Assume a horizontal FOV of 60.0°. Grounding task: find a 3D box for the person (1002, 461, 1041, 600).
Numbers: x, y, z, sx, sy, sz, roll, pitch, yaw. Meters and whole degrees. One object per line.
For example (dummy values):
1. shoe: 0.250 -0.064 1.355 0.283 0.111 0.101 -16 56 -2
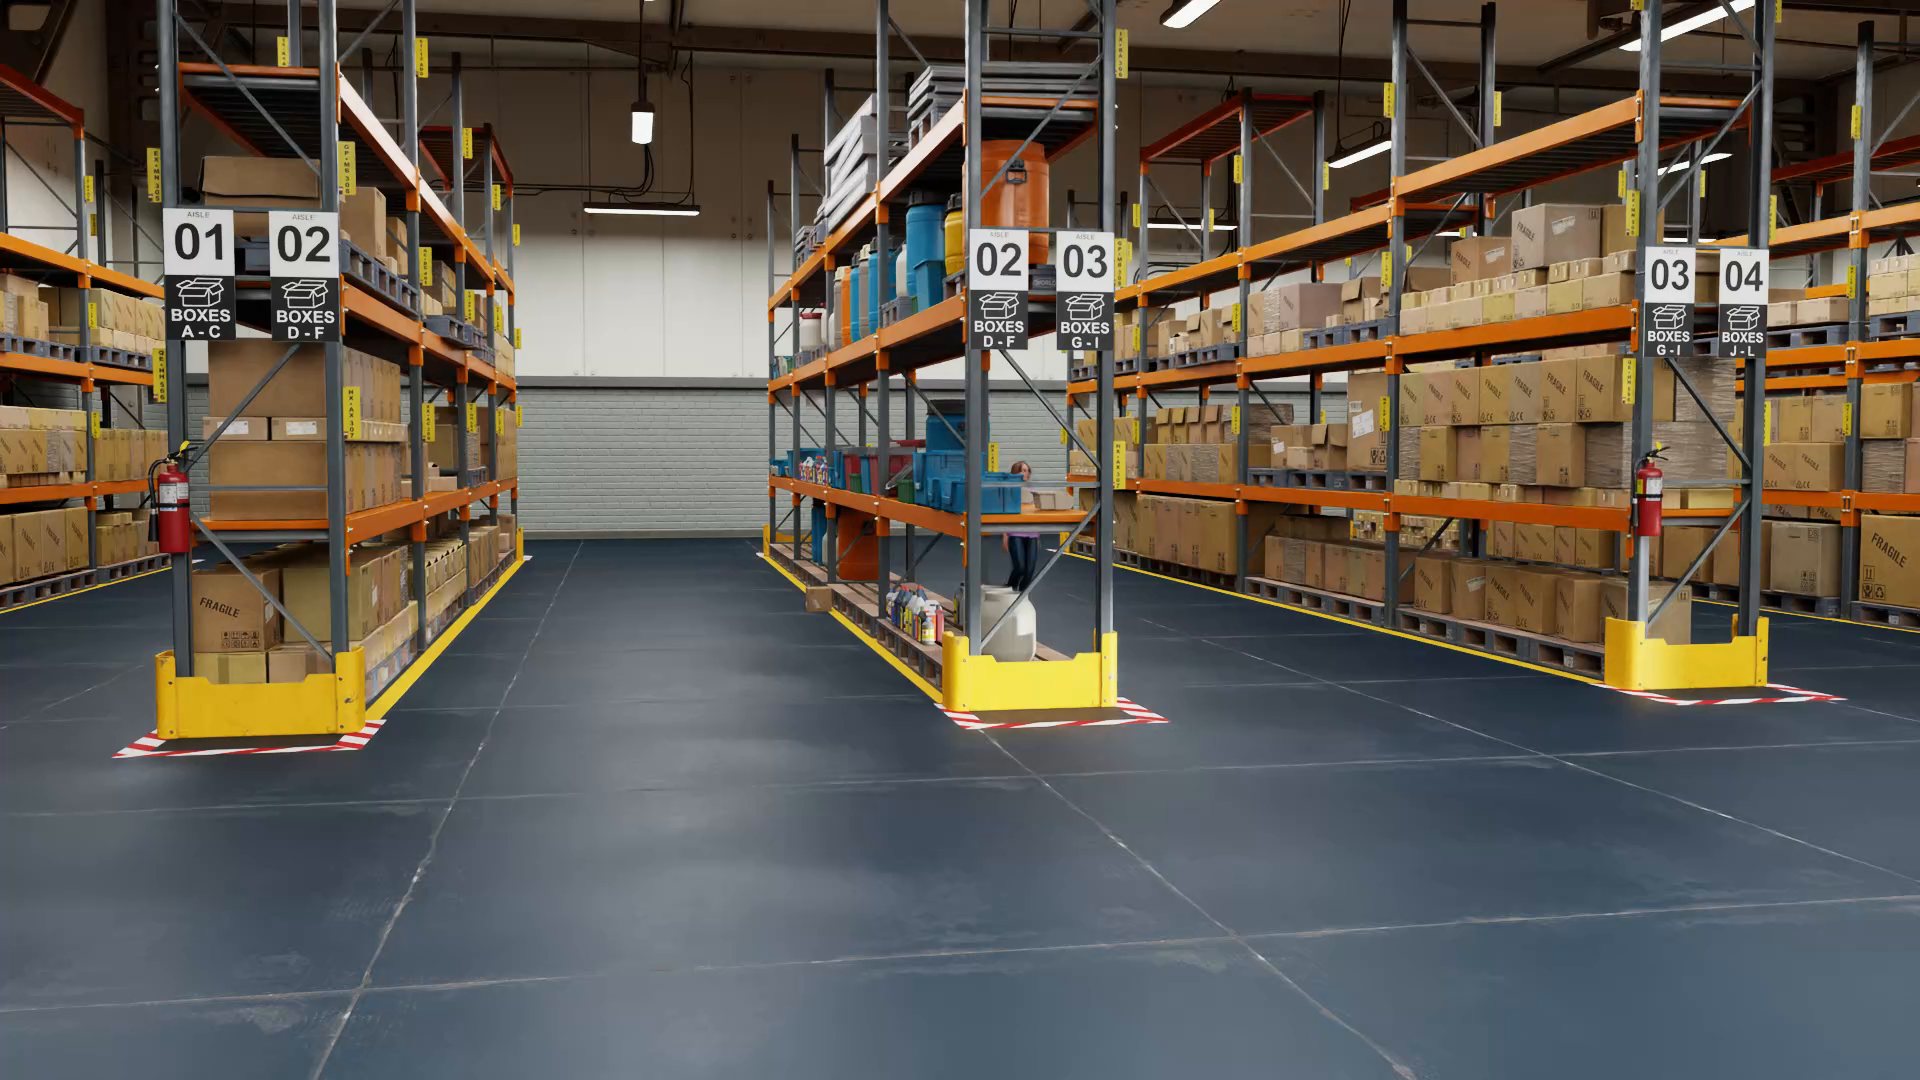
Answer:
1. person: 0.642 -0.006 16.886 0.434 1.595 0.427 -2 4 -27
